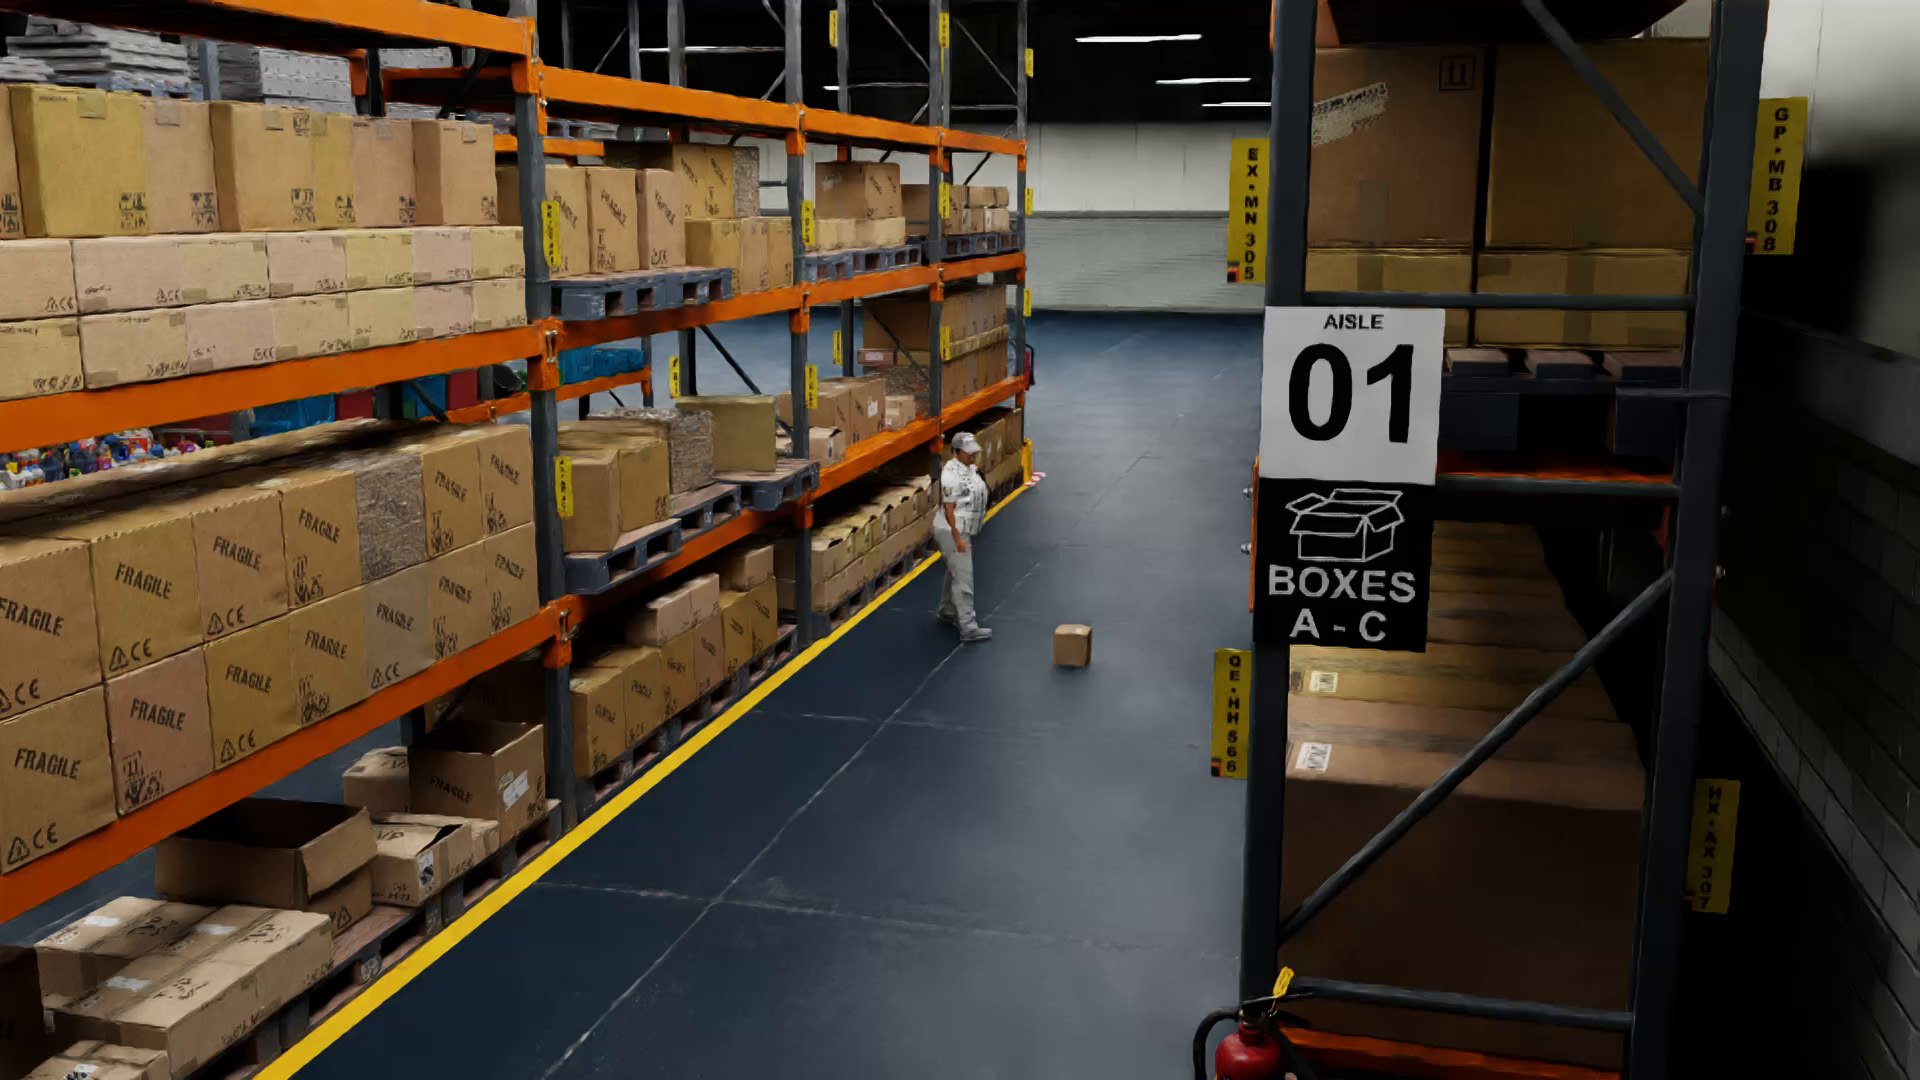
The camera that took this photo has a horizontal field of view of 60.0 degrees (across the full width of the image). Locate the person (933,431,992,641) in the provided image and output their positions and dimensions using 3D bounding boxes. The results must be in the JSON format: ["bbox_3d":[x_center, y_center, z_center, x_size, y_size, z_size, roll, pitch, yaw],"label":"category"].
[{"bbox_3d":[0.014,-0.055,13.262,0.580,1.664,0.616,4,12,19],"label":"person"}]
